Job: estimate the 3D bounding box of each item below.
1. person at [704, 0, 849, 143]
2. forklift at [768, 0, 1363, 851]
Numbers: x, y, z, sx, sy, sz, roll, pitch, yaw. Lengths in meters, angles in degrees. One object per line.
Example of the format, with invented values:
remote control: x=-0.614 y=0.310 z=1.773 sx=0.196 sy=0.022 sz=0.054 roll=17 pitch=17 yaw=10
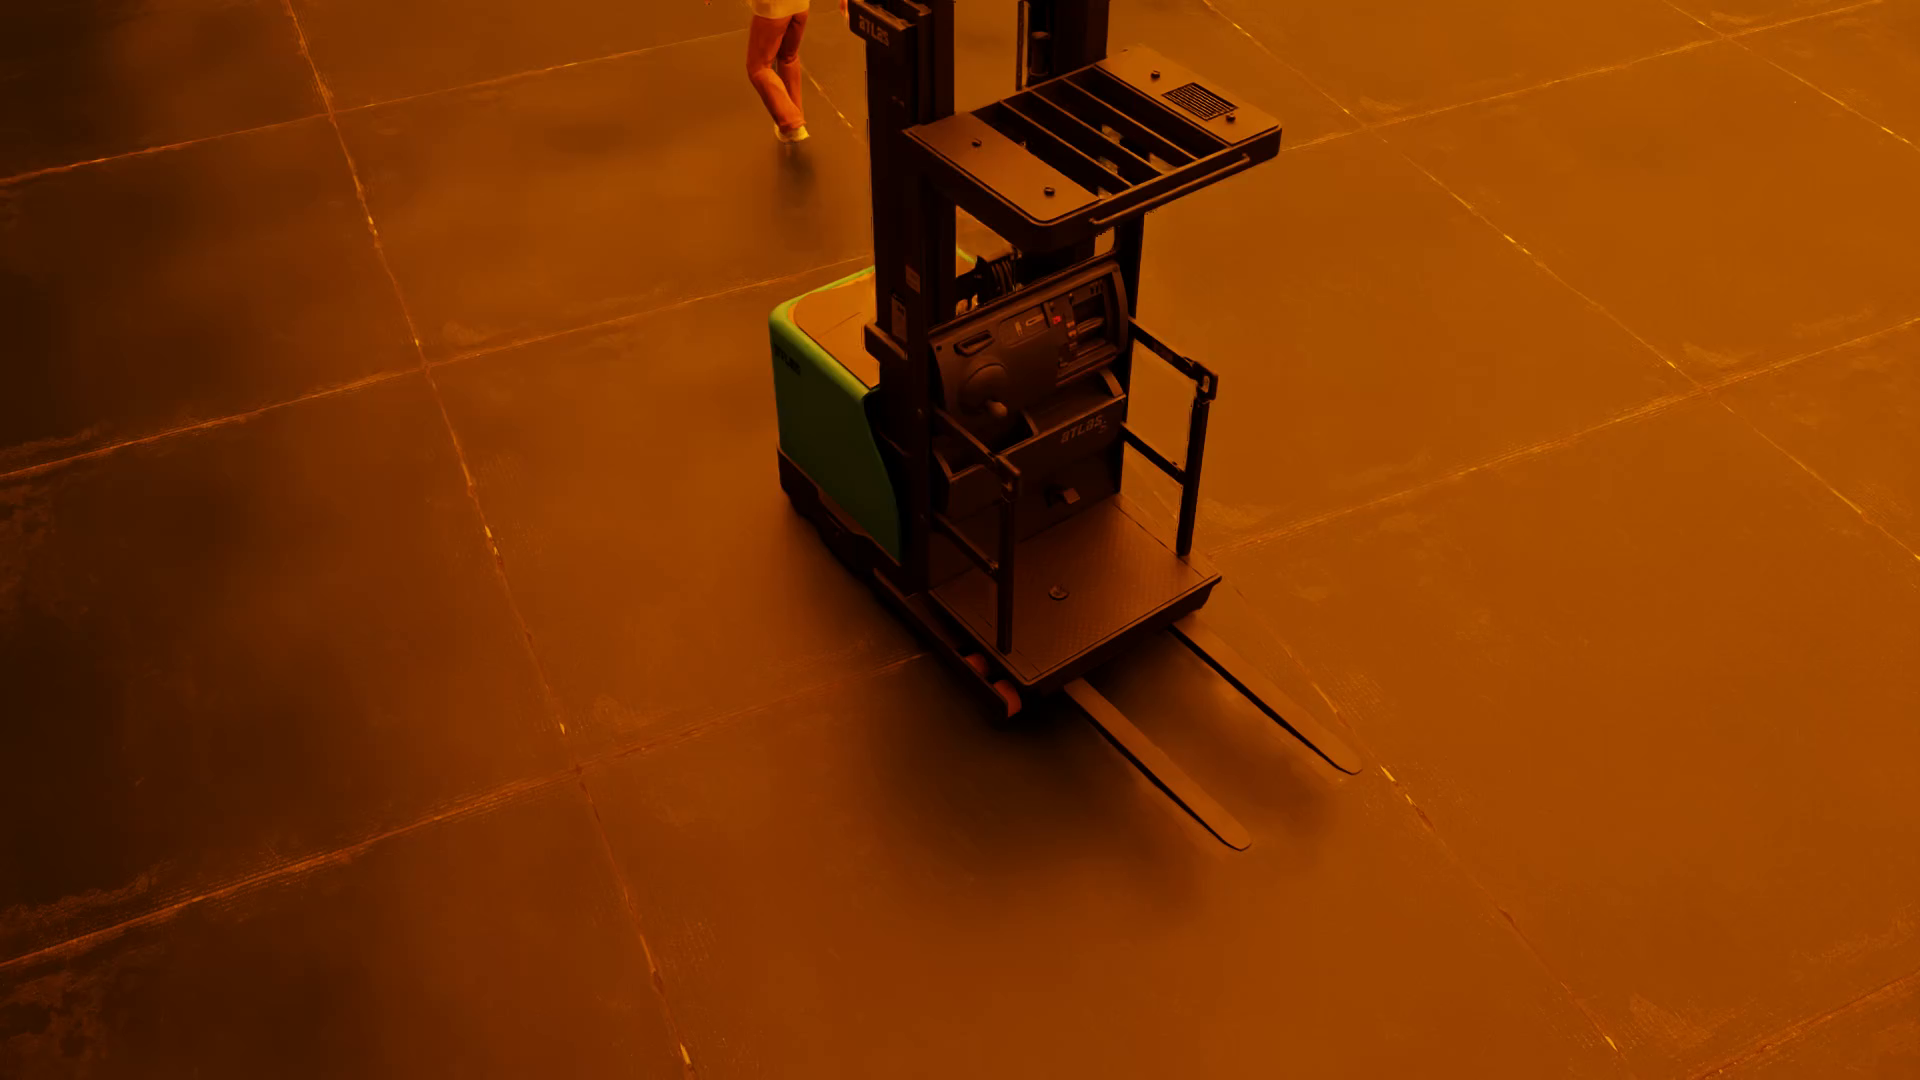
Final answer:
person: x=-1.064 y=-3.182 z=10.028 sx=0.773 sy=1.660 sz=0.647 roll=-28 pitch=50 yaw=-26
forklift: x=0.416 y=-0.702 z=6.433 sx=1.130 sy=2.935 sz=3.031 roll=-27 pitch=49 yaw=-26
